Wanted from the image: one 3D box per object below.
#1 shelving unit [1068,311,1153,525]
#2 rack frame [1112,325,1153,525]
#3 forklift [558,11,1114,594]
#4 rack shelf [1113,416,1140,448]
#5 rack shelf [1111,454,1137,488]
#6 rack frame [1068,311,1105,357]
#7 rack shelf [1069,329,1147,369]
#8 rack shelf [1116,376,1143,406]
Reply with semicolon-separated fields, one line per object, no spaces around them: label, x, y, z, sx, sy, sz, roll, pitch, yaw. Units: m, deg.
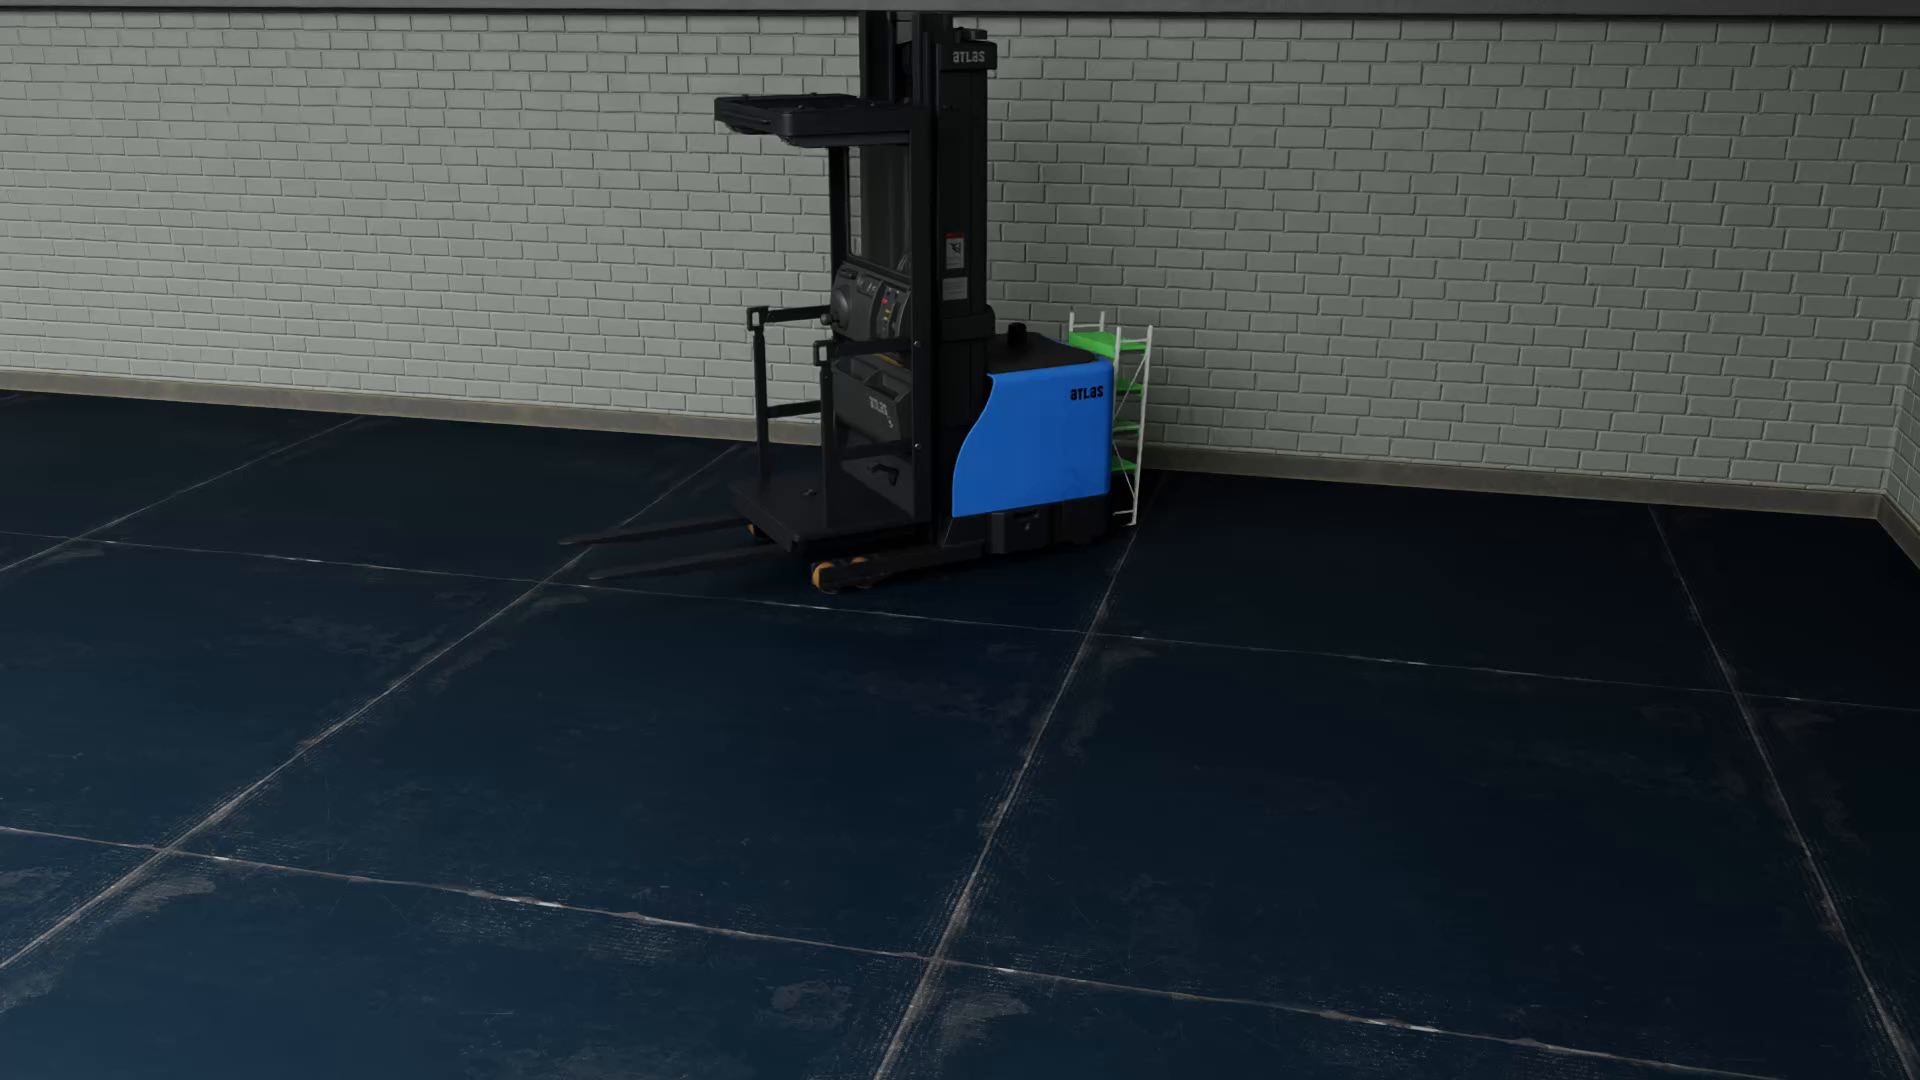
shelving unit;0.855;-0.725;9.932;0.258;1.200;0.503;-7;20;-29
rack frame;0.975;-0.656;9.731;0.240;1.200;0.015;-7;20;-29
forklift;-0.671;-1.295;8.943;3.031;2.935;1.130;-9;21;-25
rack shelf;0.851;-0.664;9.951;0.258;0.148;0.480;-7;20;-29
rack shelf;0.839;-0.435;10.022;0.258;0.148;0.480;-7;20;-29
rack frame;0.734;-0.794;10.132;0.240;1.200;0.015;-7;20;-29
rack shelf;0.875;-1.122;9.808;0.258;0.148;0.480;-7;20;-29
rack shelf;0.863;-0.893;9.879;0.258;0.148;0.480;-7;20;-29
